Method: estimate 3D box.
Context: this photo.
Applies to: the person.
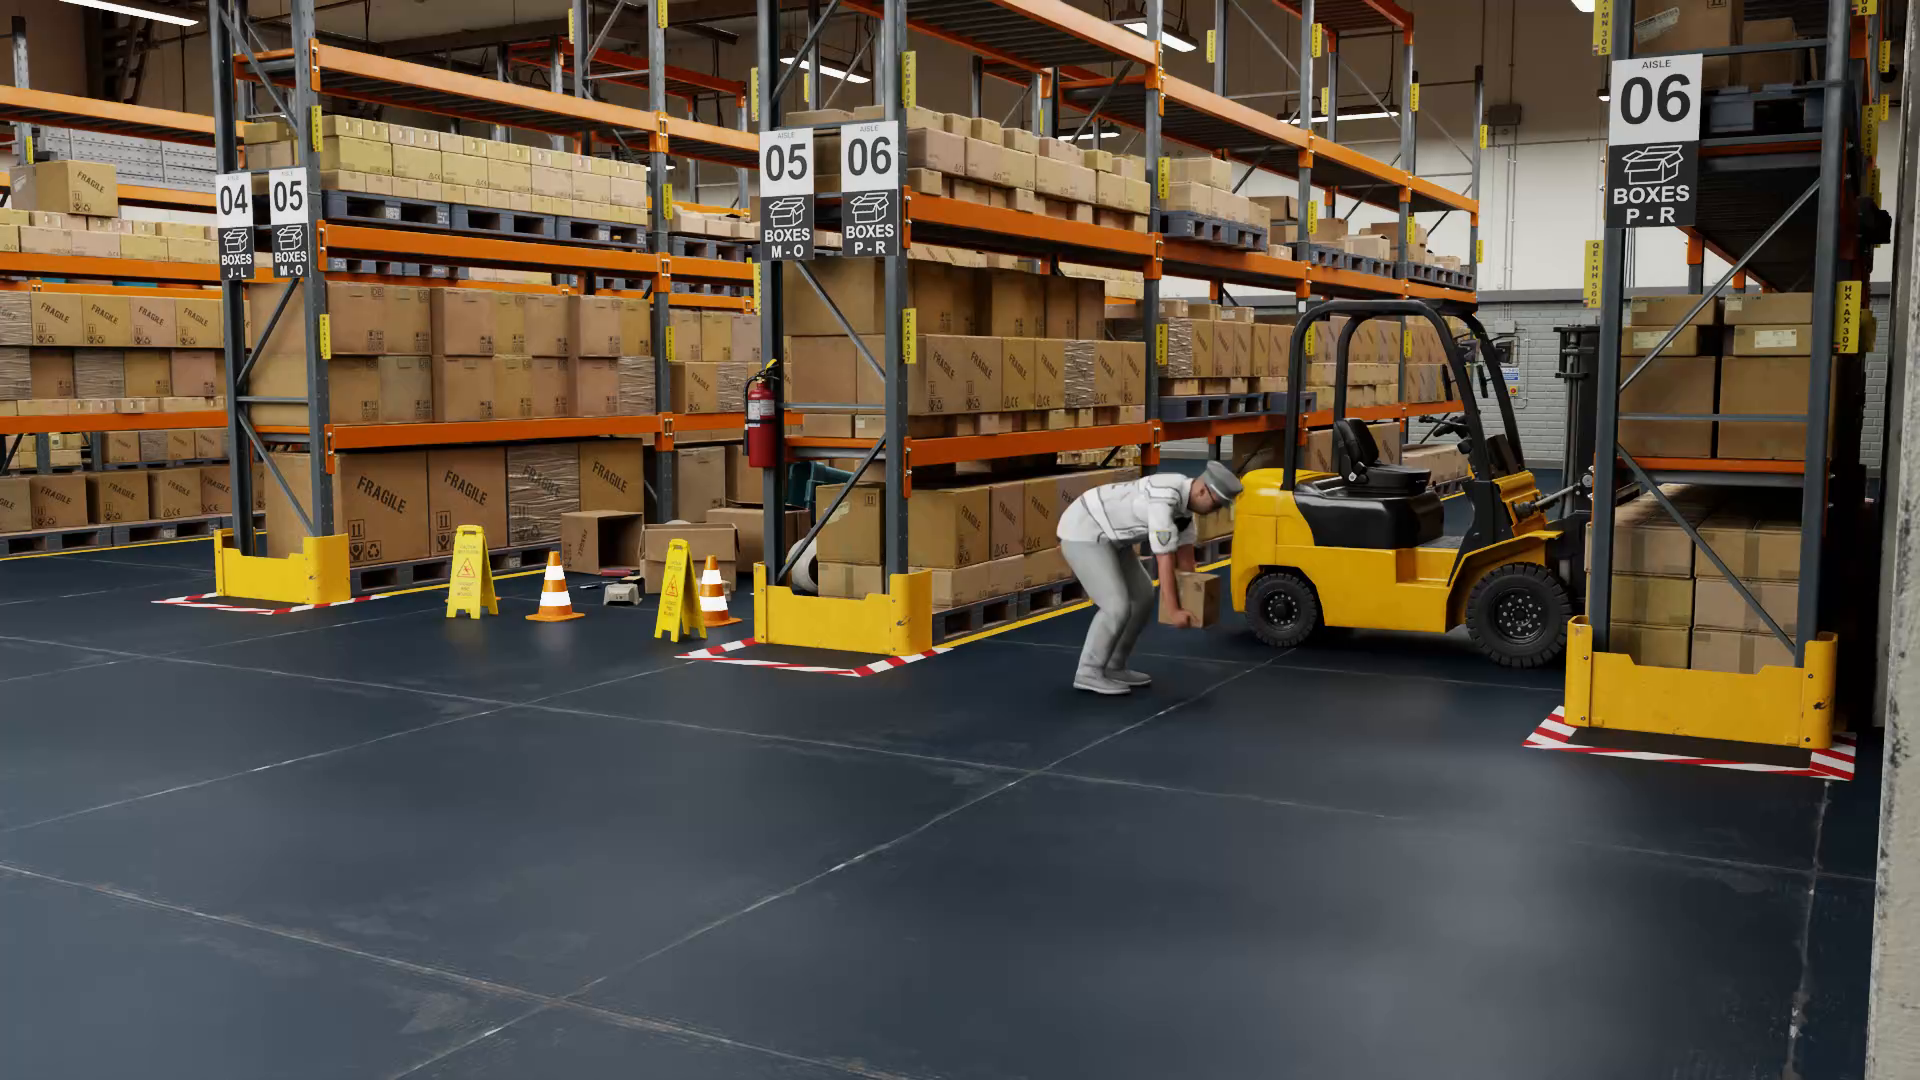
[{"bbox_3d":[1.022,0.196,8.947,1.013,1.260,0.506,3,7,26],"label":"person"}]
